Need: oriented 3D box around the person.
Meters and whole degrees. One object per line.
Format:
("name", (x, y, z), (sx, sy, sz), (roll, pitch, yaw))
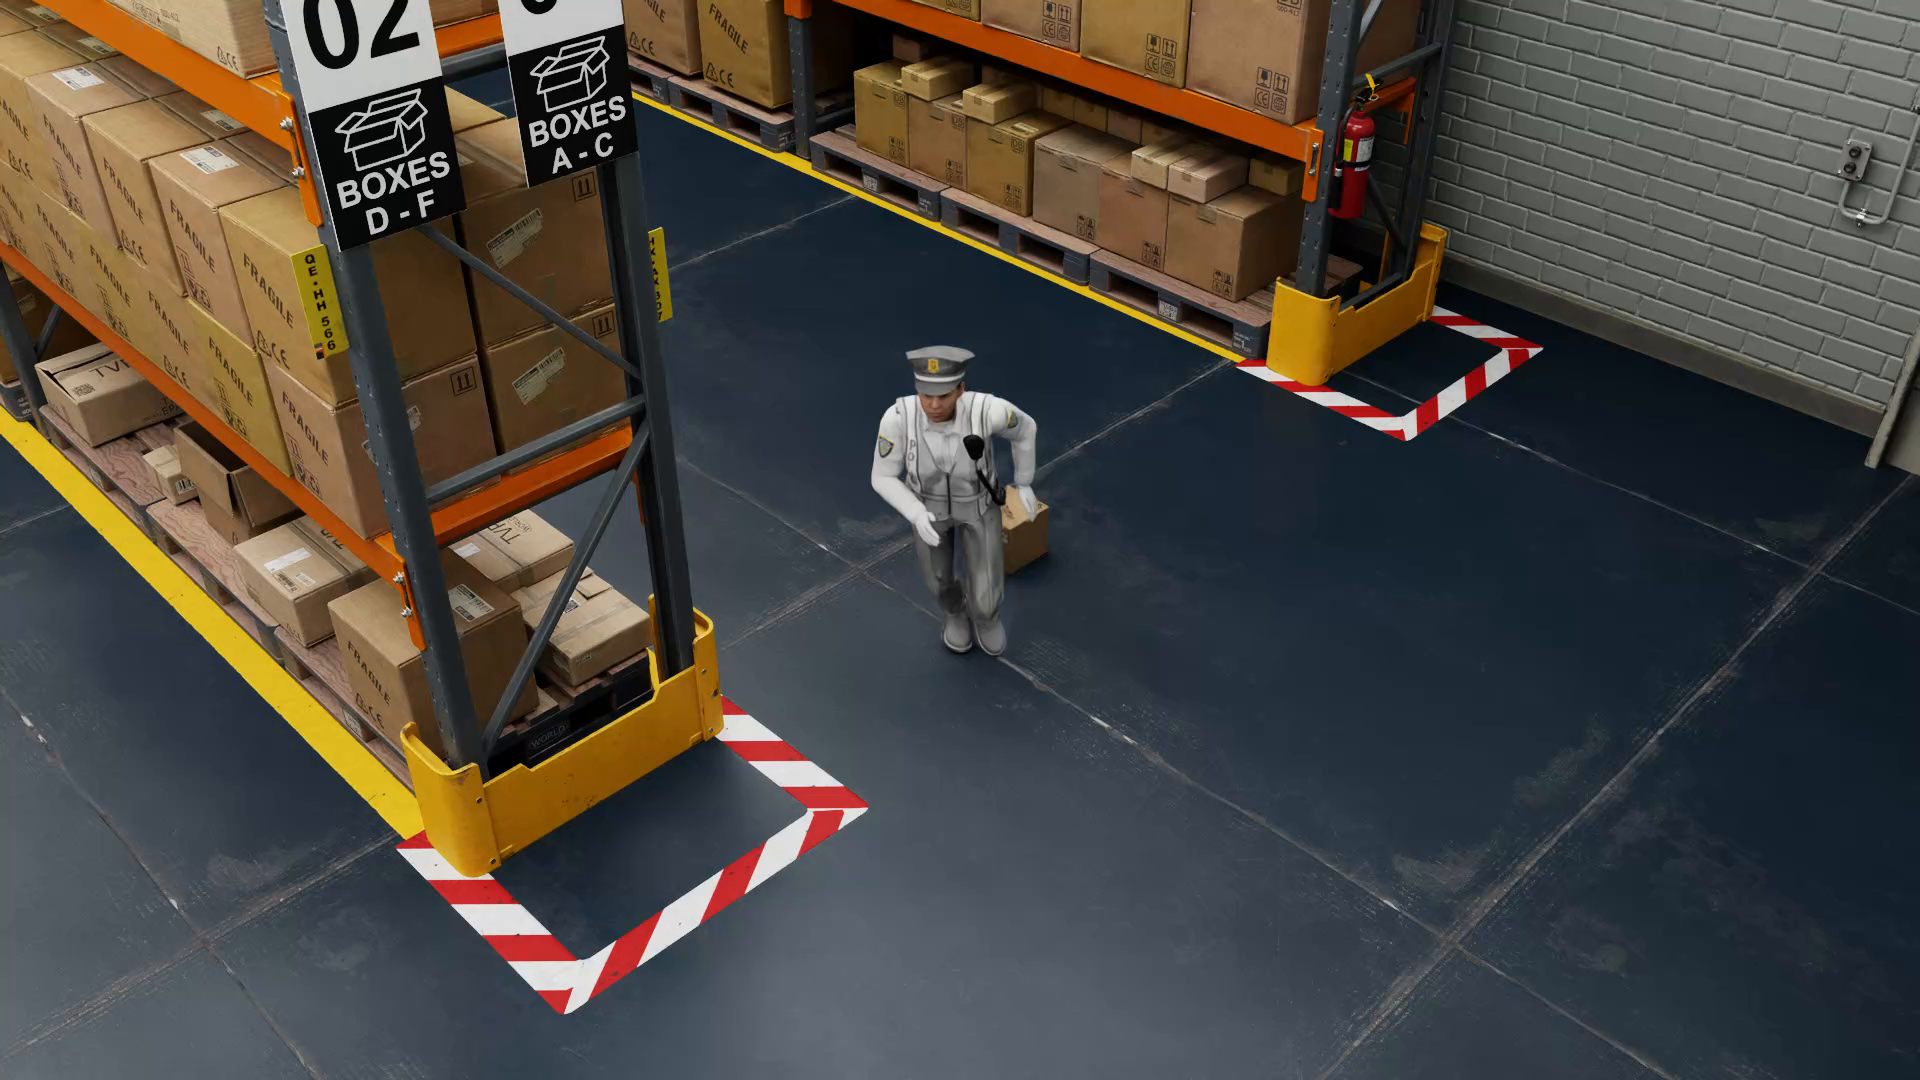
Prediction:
("person", (-0.016, -0.102, 6.346), (0.612, 1.581, 0.789), (3, 36, 5))
